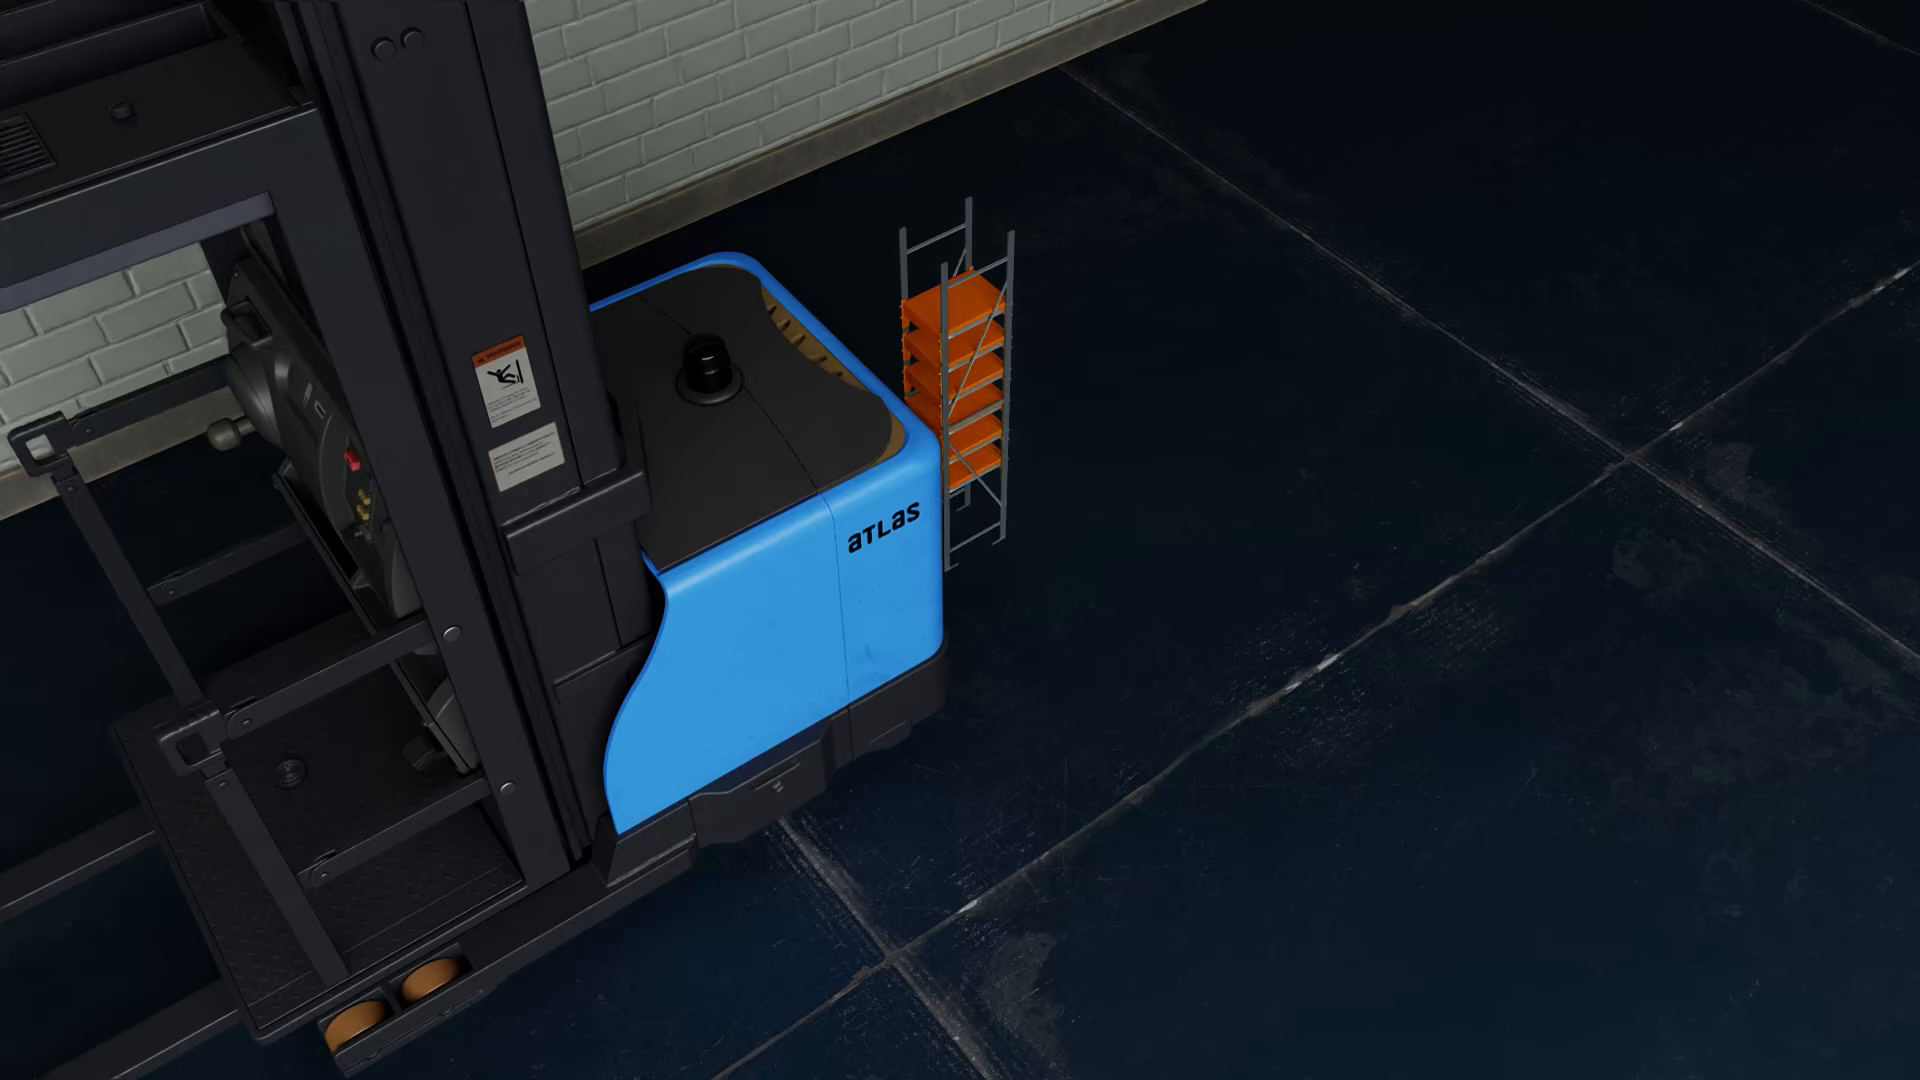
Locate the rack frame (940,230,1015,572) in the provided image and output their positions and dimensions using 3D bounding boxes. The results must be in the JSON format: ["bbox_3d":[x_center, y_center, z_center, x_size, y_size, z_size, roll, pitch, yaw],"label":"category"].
[{"bbox_3d":[0.047,-0.358,4.764,0.240,1.200,0.006,-29,54,-24],"label":"rack frame"}]

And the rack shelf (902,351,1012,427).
[{"bbox_3d":[-0.009,-0.462,4.757,0.258,0.103,0.180,-29,54,-24],"label":"rack shelf"}]

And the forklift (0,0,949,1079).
[{"bbox_3d":[-1.522,-0.145,3.403,3.031,2.935,1.130,-28,54,-23],"label":"forklift"}]

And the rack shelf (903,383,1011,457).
[{"bbox_3d":[-0.009,-0.382,4.846,0.258,0.103,0.180,-29,54,-24],"label":"rack shelf"}]

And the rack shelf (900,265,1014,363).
[{"bbox_3d":[-0.009,-0.623,4.579,0.258,0.103,0.180,-29,54,-24],"label":"rack shelf"}]

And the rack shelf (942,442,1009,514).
[{"bbox_3d":[-0.009,-0.220,5.024,0.258,0.103,0.180,-29,54,-24],"label":"rack shelf"}]

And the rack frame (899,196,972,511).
[{"bbox_3d":[-0.064,-0.465,4.862,0.240,1.200,0.006,-29,54,-24],"label":"rack frame"}]

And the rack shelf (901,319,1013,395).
[{"bbox_3d":[-0.009,-0.543,4.668,0.258,0.103,0.180,-29,54,-24],"label":"rack shelf"}]

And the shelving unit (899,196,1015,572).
[{"bbox_3d":[-0.009,-0.412,4.813,0.258,1.200,0.189,-29,54,-24],"label":"shelving unit"}]

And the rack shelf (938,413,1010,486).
[{"bbox_3d":[-0.009,-0.301,4.935,0.258,0.103,0.180,-29,54,-24],"label":"rack shelf"}]
